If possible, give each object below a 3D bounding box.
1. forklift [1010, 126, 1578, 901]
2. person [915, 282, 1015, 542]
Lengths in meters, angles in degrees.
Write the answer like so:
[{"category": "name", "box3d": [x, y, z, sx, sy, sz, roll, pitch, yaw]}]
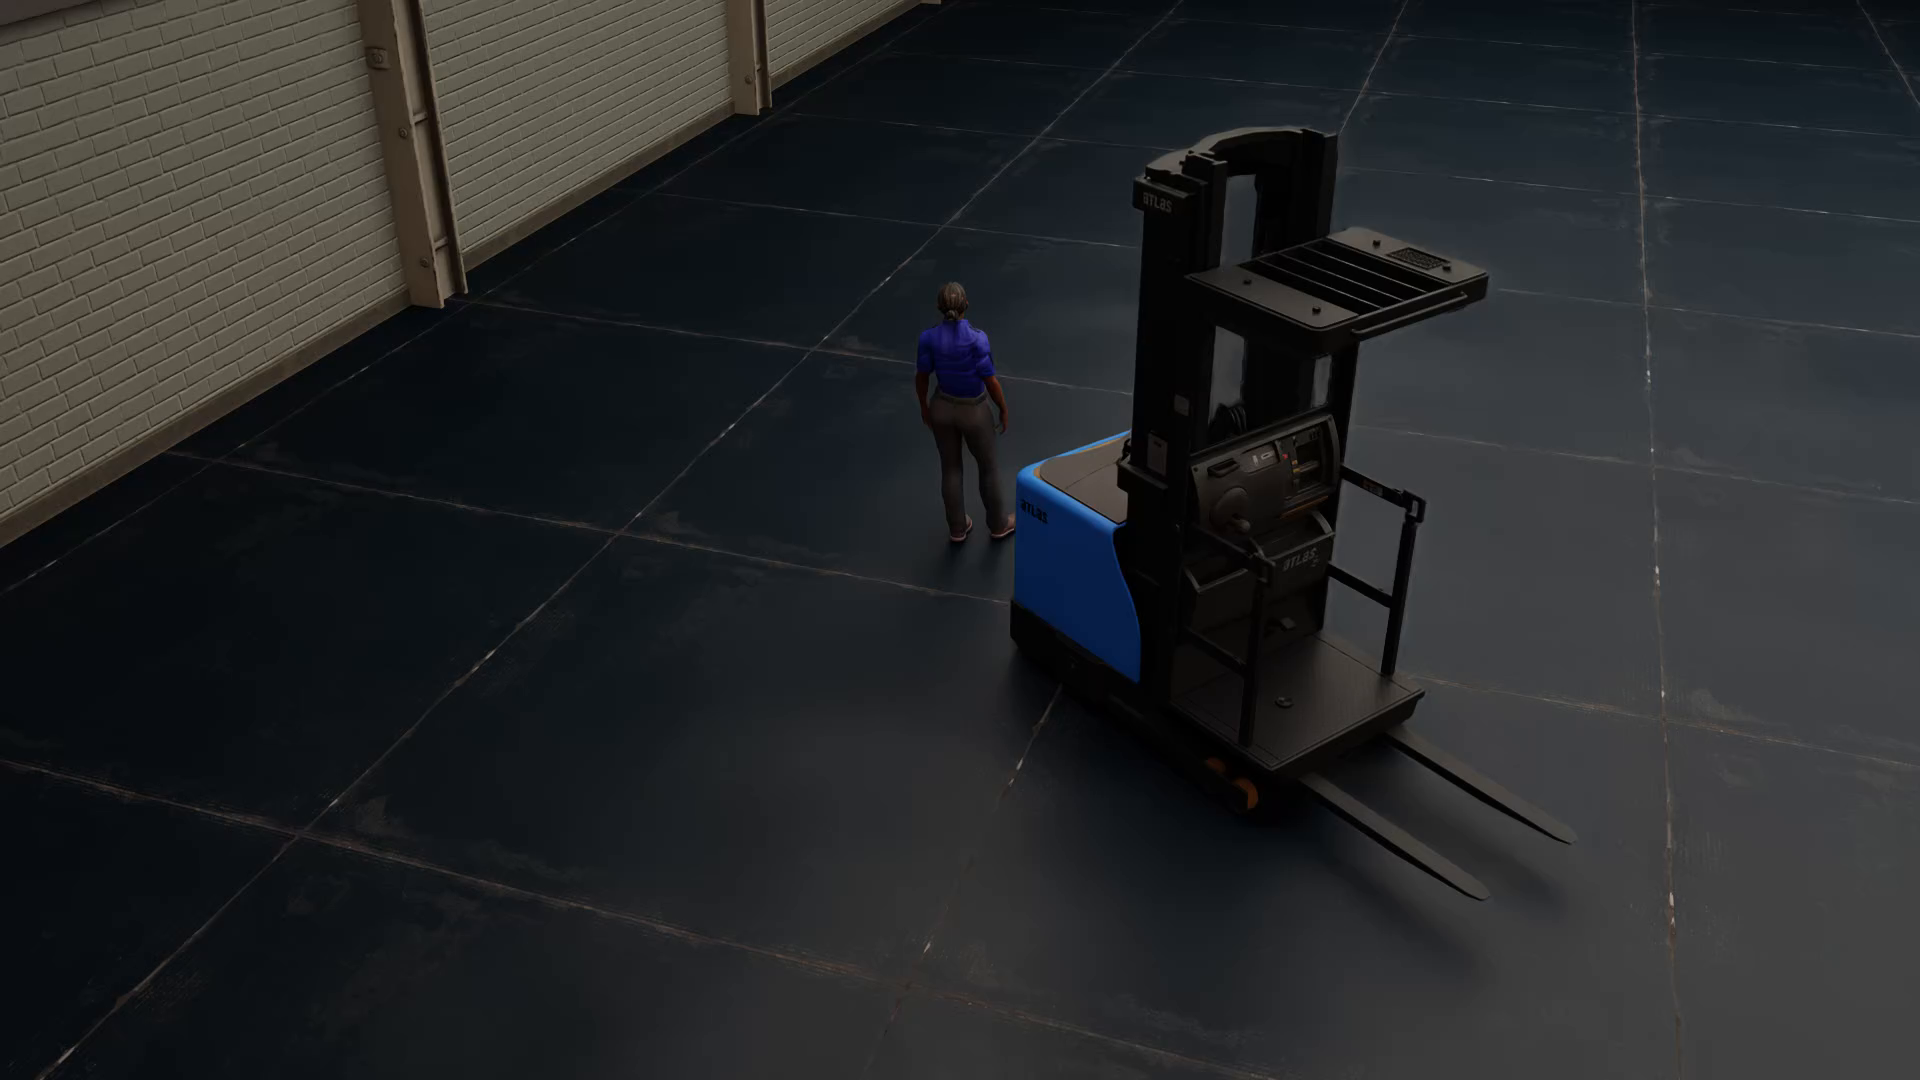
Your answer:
[{"category": "forklift", "box3d": [1.557, -0.263, 7.599, 1.130, 2.935, 3.031, -20, 35, -31]}, {"category": "person", "box3d": [0.047, -0.763, 9.749, 0.569, 1.655, 0.504, 10, 31, 16]}]
